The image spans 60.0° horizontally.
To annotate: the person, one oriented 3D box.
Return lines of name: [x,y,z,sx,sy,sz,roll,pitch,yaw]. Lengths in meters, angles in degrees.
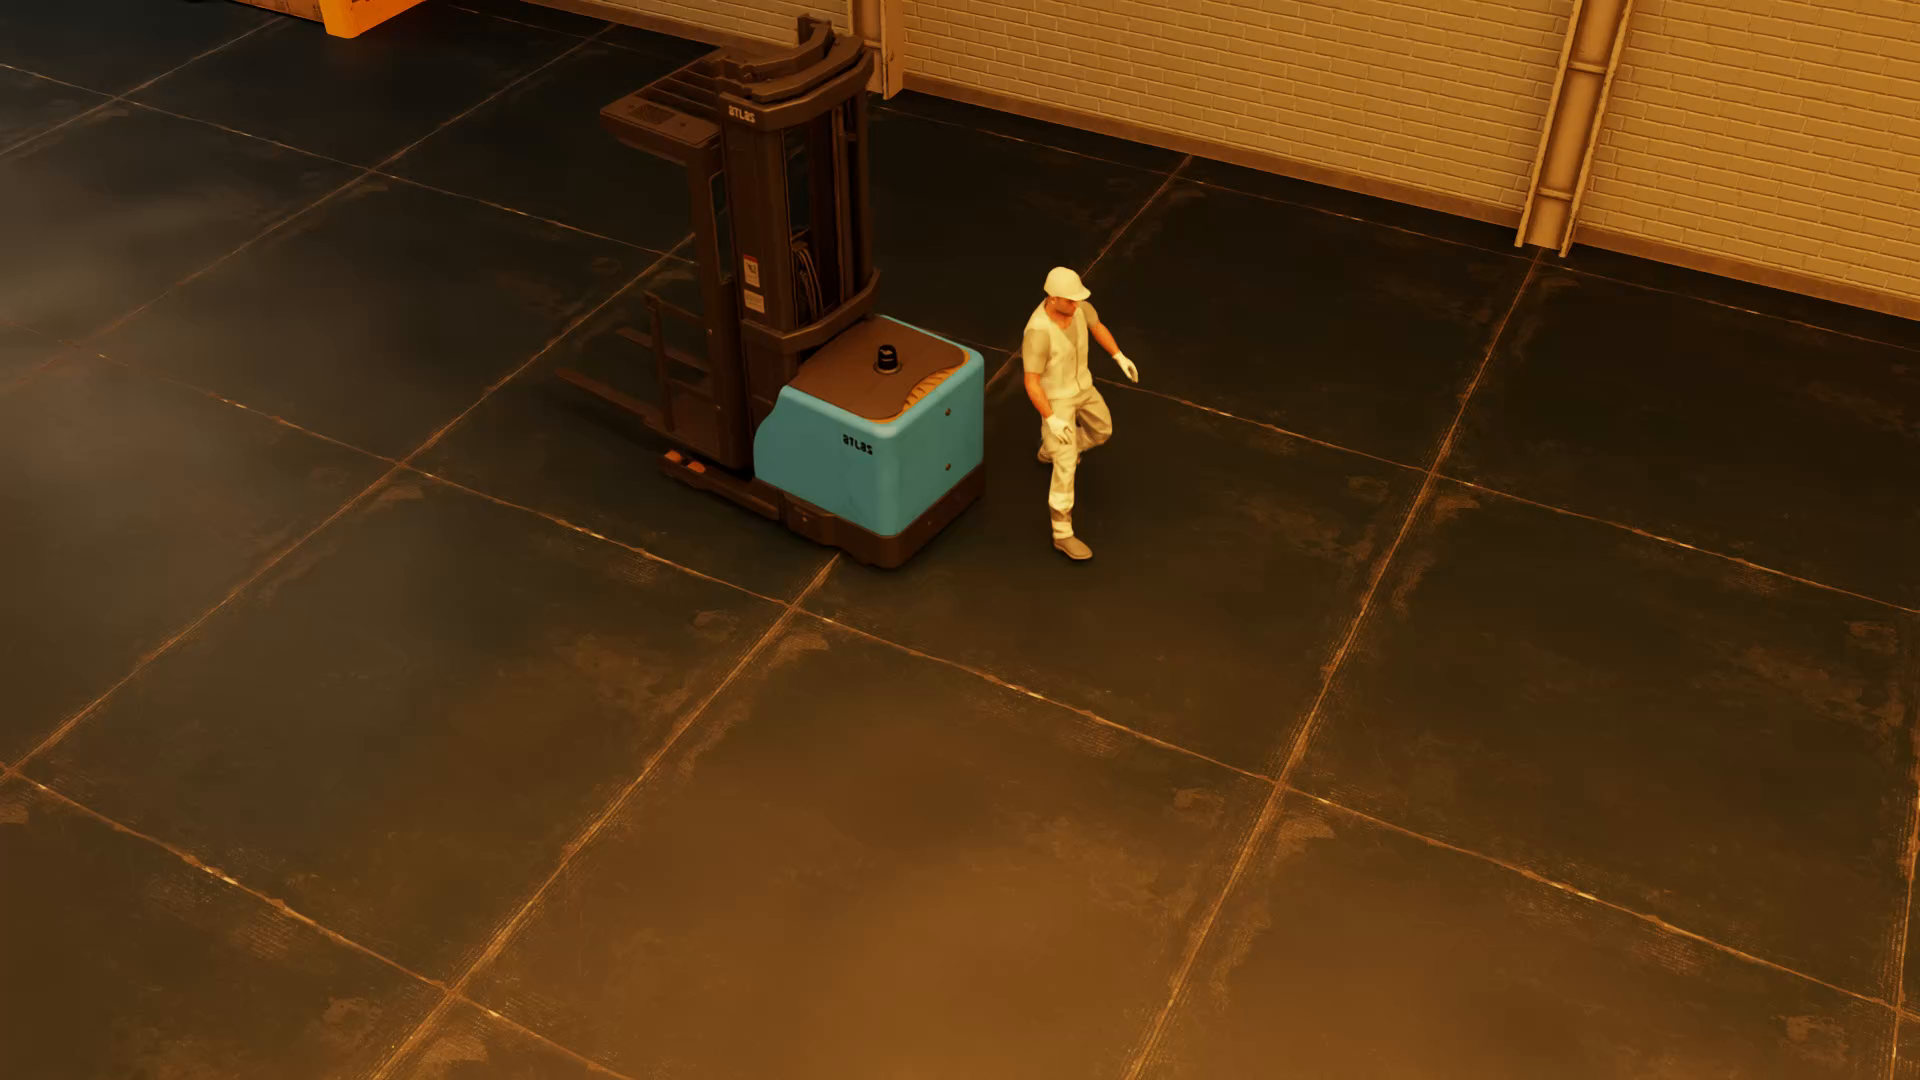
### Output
person: [0.727,-0.850,10.006,0.883,1.644,0.908,30,49,31]

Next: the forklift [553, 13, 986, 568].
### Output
forklift: [-1.335,-1.708,10.015,3.031,2.935,1.130,24,46,26]
